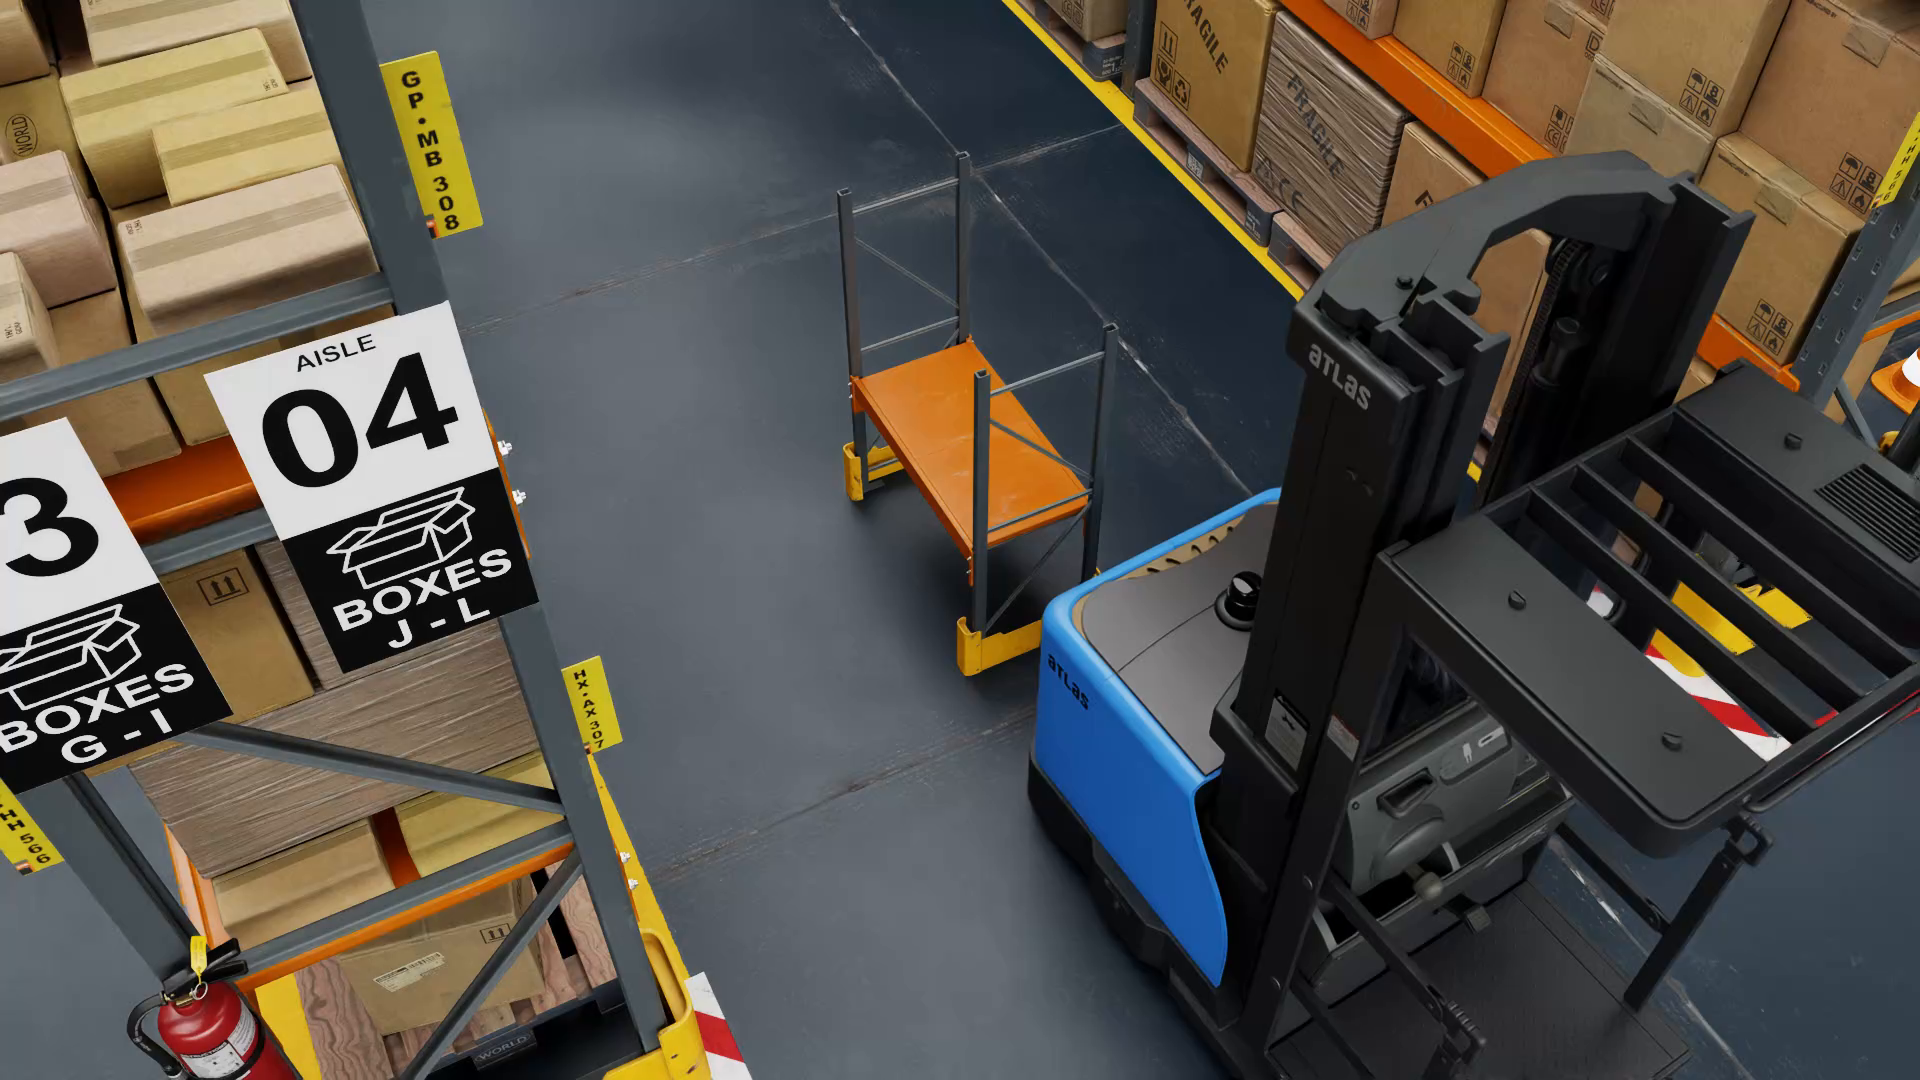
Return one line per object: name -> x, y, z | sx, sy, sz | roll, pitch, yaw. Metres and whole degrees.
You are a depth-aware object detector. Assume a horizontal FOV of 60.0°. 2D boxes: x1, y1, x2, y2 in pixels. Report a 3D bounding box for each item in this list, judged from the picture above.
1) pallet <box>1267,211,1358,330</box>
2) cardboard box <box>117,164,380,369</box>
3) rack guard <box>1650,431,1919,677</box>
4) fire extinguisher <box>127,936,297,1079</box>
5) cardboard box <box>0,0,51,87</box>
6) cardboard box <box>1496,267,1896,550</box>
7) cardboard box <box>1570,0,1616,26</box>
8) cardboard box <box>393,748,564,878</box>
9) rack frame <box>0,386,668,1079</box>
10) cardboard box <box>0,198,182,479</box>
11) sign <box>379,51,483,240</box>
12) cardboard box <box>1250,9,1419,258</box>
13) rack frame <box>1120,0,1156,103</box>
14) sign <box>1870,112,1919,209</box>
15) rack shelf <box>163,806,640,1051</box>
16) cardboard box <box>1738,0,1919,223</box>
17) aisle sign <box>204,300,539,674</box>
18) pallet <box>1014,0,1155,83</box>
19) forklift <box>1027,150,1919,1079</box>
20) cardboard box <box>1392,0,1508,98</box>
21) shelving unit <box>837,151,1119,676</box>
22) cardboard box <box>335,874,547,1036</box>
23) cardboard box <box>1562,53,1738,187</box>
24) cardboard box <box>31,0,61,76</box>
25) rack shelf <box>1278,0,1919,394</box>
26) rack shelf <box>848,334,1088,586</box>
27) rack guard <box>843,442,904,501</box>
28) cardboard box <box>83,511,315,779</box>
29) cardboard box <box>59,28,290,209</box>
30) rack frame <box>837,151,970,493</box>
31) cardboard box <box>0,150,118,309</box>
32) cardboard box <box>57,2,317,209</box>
pallet -> 2.152, -1.197, 7.549 | 1.003, 0.211, 1.213 | -21, 52, -18
cardboard box -> -1.235, -0.484, 2.915 | 0.380, 0.149, 0.250 | -22, 52, -18
rack guard -> 3.153, 0.048, 6.269 | 1.175, 0.500, 0.348 | -21, 52, -18
fire extinguisher -> -1.672, 1.111, 3.730 | 0.296, 0.674, 0.183 | -21, 52, -18
cardboard box -> -2.095, -1.026, 3.389 | 0.380, 0.149, 0.250 | -21, 52, -17
cardboard box -> 2.773, -0.661, 6.360 | 0.875, 0.875, 0.875 | -21, 52, -17
cardboard box -> 2.537, -2.216, 5.771 | 0.875, 0.550, 0.550 | -21, 52, -18
cardboard box -> -1.233, 0.660, 4.240 | 0.380, 0.149, 0.250 | -21, 52, -18
rack frame -> -1.315, 0.850, 3.907 | 1.000, 3.000, 0.127 | -21, 52, -18
cardboard box -> -1.761, -0.324, 3.040 | 0.500, 0.250, 0.500 | -20, 52, -17
sign -> -0.832, -0.612, 2.612 | 0.100, 0.325, 0.005 | -21, 52, -18
cardboard box -> 1.953, -1.860, 7.409 | 0.875, 0.875, 0.875 | -21, 52, -17
rack frame -> 1.311, -3.468, 7.683 | 1.000, 3.000, 0.127 | -21, 52, -18
sign -> 2.653, -1.073, 4.661 | 0.100, 0.325, 0.005 | -21, 52, -18
rack shelf -> -2.230, -0.252, 5.348 | 1.077, 0.370, 4.000 | -21, 52, -18
cardboard box -> 3.006, -1.458, 5.108 | 0.875, 0.550, 0.550 | -21, 52, -18
aisle sign -> -1.020, -0.068, 2.982 | 0.394, 0.787, 0.004 | -21, 52, -18
pallet -> 0.891, -3.041, 9.162 | 1.003, 0.211, 1.213 | -21, 52, -18
forklift -> 1.450, 0.679, 4.101 | 1.130, 2.935, 3.031 | -26, 54, -21
cardboard box -> 2.237, -2.192, 6.468 | 0.875, 0.550, 0.500 | -21, 52, -18
shelving unit -> 0.035, -0.443, 6.033 | 0.587, 1.500, 1.083 | -21, 52, -18
cardboard box -> -1.586, 1.111, 5.060 | 0.500, 0.500, 0.500 | -13, 50, -11
cardboard box -> 2.661, -1.434, 5.804 | 0.875, 0.550, 0.550 | -21, 52, -18
cardboard box -> -2.219, -1.003, 3.634 | 0.500, 0.250, 0.500 | -20, 52, -17
rack shelf -> 2.227, -1.893, 6.783 | 1.077, 0.370, 4.000 | -21, 52, -18
rack shelf -> 0.039, -0.318, 6.164 | 0.538, 0.185, 1.000 | -21, 52, -18
rack guard -> -0.193, -0.365, 6.795 | 0.587, 0.250, 0.087 | -21, 52, -18
cardboard box -> -1.786, 0.107, 3.628 | 0.500, 0.500, 0.500 | -21, 52, -18
cardboard box -> -1.493, -0.817, 3.206 | 0.380, 0.149, 0.250 | -22, 52, -18
rack frame -> -0.194, -0.777, 6.326 | 0.500, 1.500, 0.032 | -21, 52, -18
cardboard box -> -1.734, -0.513, 2.940 | 0.380, 0.149, 0.250 | -23, 53, -19
cardboard box -> -1.547, -0.843, 3.494 | 0.500, 0.250, 0.500 | -22, 52, -18
